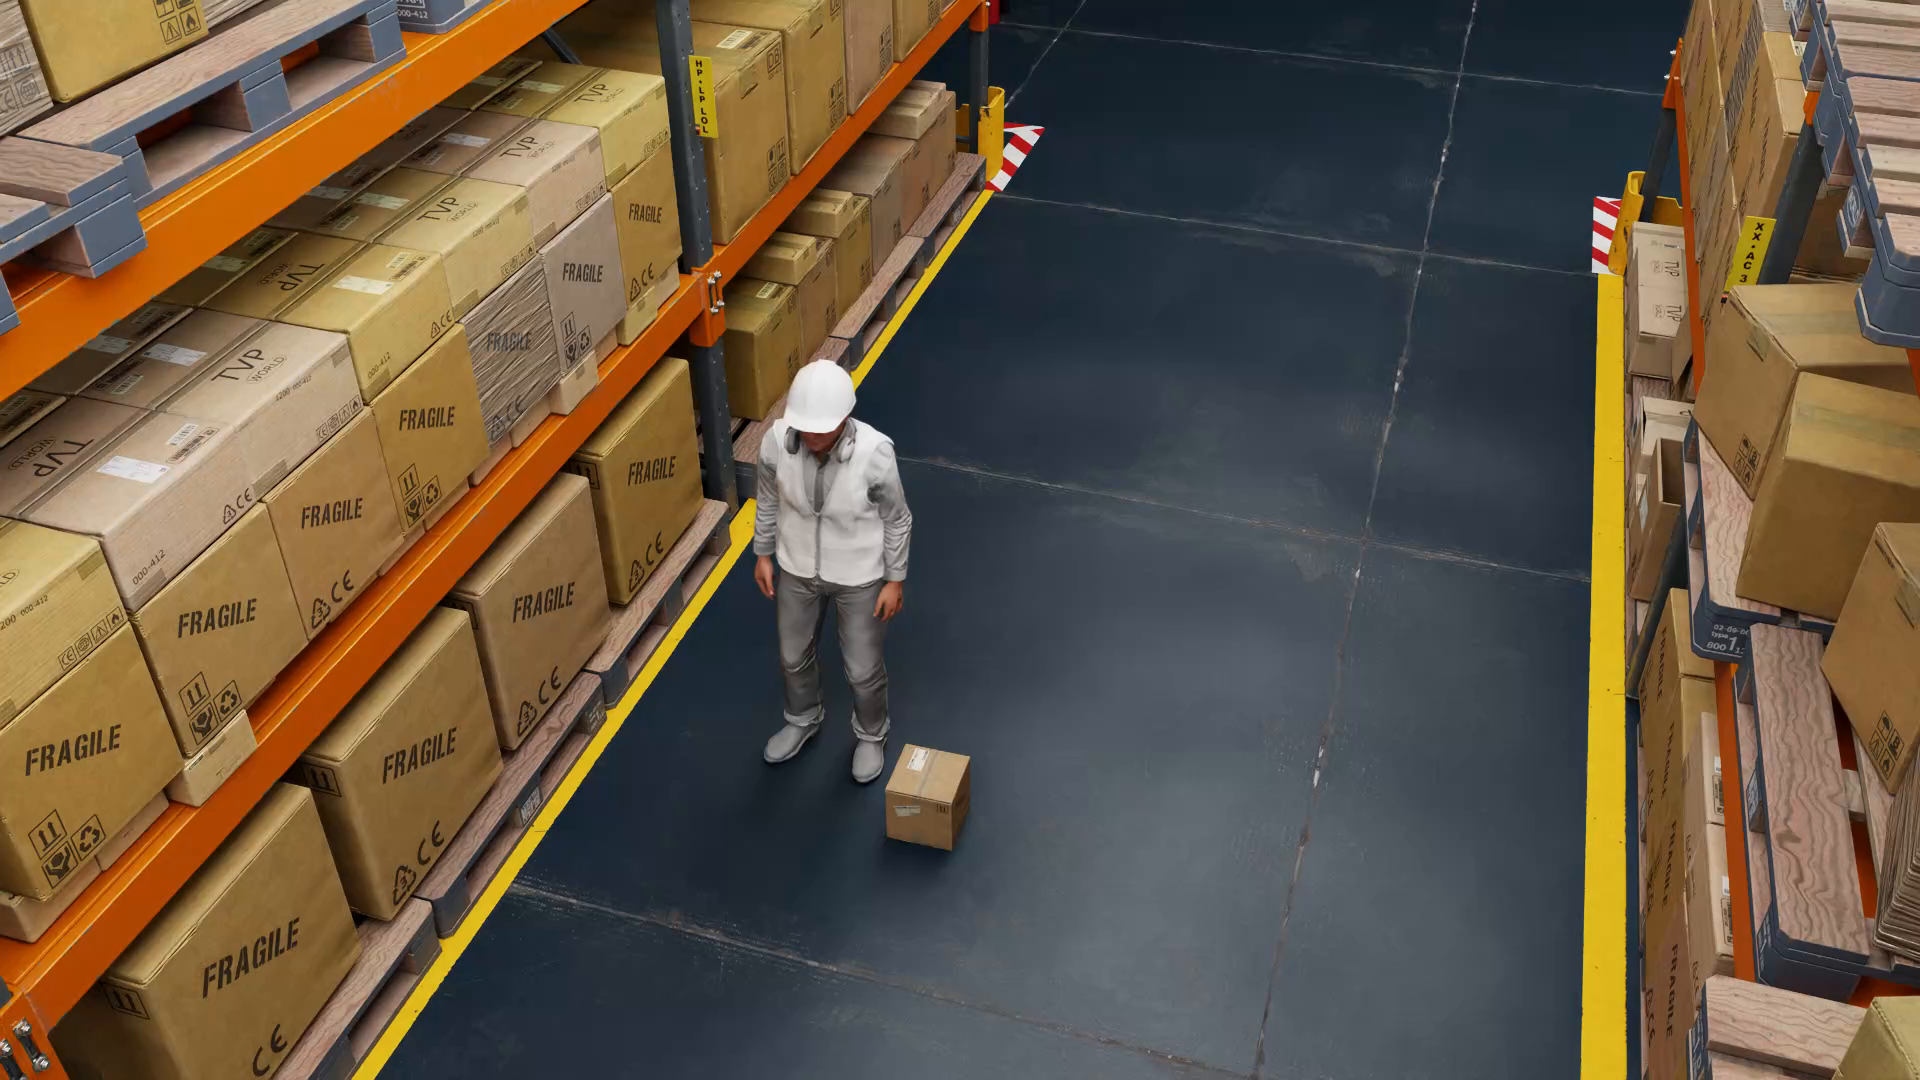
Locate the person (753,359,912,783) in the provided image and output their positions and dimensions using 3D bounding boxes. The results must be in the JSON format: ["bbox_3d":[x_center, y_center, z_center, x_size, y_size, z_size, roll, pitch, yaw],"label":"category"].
[{"bbox_3d":[-0.463,0.103,5.992,0.579,1.767,0.461,10,38,13],"label":"person"}]
